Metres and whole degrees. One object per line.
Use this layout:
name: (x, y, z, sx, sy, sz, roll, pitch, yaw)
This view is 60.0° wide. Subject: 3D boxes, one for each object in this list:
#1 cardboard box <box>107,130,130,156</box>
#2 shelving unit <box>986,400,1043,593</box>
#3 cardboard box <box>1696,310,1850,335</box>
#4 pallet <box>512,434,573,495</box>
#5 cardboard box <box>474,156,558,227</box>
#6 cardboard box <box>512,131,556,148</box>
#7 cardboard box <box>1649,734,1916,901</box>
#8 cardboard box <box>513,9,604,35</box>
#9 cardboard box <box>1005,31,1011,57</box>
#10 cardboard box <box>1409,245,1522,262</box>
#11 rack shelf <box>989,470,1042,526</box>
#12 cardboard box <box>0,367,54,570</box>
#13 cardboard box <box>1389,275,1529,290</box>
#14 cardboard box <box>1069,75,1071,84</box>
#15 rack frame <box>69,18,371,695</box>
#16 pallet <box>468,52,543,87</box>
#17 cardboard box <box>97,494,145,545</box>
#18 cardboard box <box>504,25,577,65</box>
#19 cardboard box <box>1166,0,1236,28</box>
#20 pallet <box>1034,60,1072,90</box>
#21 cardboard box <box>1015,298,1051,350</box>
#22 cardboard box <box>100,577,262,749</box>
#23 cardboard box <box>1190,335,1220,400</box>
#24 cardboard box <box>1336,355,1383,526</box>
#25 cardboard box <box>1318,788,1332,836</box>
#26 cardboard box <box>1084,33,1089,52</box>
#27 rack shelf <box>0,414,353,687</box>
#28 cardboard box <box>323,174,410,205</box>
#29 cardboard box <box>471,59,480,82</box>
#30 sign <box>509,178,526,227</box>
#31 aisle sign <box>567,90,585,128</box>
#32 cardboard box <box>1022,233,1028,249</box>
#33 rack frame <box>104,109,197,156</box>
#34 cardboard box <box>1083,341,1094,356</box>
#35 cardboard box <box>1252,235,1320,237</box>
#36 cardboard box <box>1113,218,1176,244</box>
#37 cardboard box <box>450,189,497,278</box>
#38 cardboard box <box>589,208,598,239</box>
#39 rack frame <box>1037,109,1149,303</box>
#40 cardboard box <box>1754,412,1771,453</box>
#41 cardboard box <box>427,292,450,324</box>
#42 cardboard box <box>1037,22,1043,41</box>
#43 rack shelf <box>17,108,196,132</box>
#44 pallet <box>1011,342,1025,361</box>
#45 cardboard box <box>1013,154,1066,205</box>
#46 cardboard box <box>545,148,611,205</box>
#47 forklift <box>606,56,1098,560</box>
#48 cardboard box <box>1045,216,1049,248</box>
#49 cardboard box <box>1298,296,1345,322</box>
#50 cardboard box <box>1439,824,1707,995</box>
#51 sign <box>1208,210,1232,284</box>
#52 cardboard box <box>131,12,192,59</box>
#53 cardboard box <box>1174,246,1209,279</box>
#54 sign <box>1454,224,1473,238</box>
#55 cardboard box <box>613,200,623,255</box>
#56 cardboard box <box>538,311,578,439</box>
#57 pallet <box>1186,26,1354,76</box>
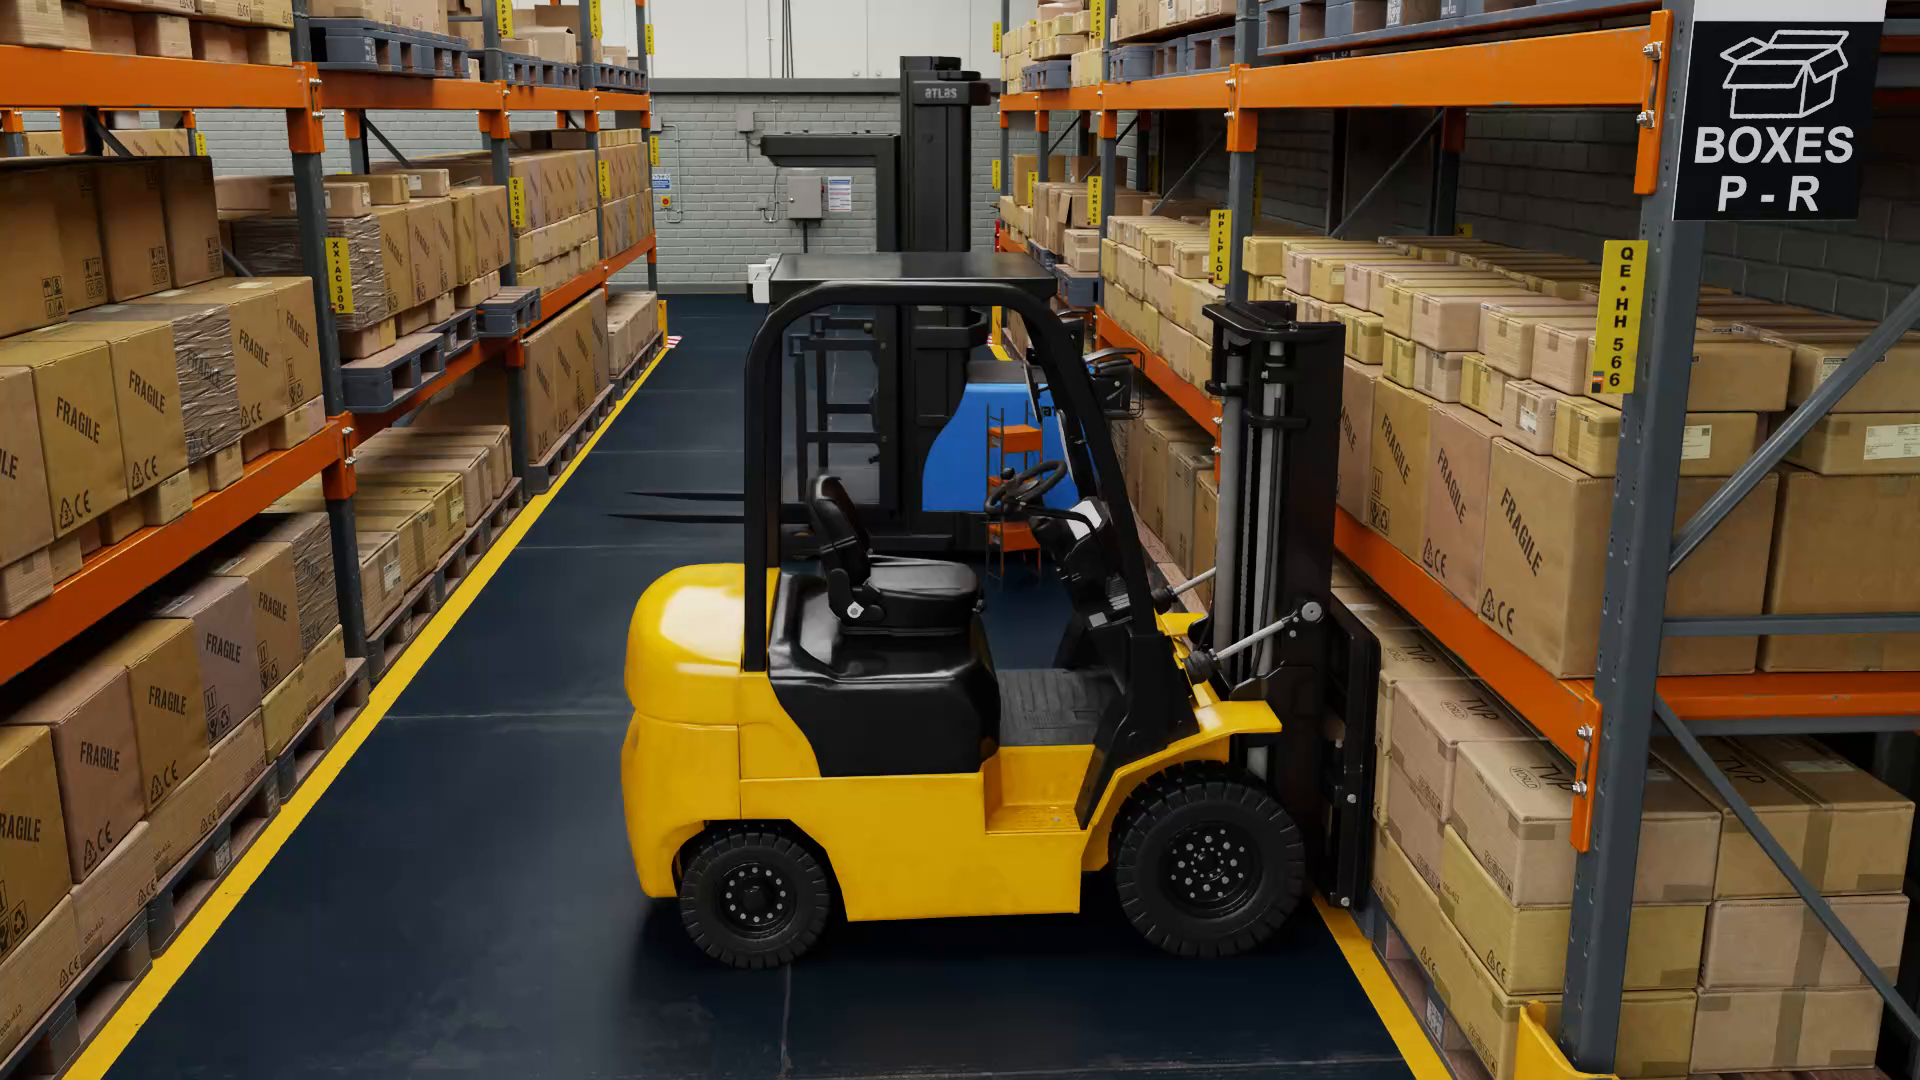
cardboard box: (-8.540, -3.784, 16.411, 0.500, 0.500, 0.500, -1, 14, -5)
shelving unit: (0.305, -0.247, 9.380, 0.252, 1.050, 0.215, -7, 16, -24)
cardboard box: (2.133, -0.529, 4.463, 0.380, 0.149, 0.250, -1, 14, -2)
pallet: (-3.469, -0.563, 12.292, 1.003, 0.211, 1.213, -1, 14, -3)
cardboard box: (-3.339, -2.628, 12.512, 0.500, 0.500, 0.500, 0, 14, -2)
cardboard box: (-3.994, -3.759, 15.608, 0.380, 0.149, 0.250, -1, 14, -3)
cardboard box: (2.113, 0.717, 4.388, 0.500, 0.250, 0.500, -1, 14, -4)
cardboard box: (-3.859, -4.801, 15.894, 0.797, 0.503, 0.637, 0, 14, 1)
cardboard box: (0.752, -5.309, 17.821, 0.500, 0.250, 0.500, -1, 14, -4)
cardboard box: (2.032, -1.102, 6.692, 0.380, 0.149, 0.250, -1, 14, -4)
rack shelf: (0.305, -0.237, 9.382, 0.240, 0.259, 0.215, -7, 16, -24)
cardboard box: (-2.788, -0.170, 4.370, 0.500, 0.500, 0.500, 0, 14, -2)
cardboard box: (1.621, -0.778, 5.432, 0.380, 0.149, 0.250, -1, 14, -3)
cardboard box: (0.893, -4.205, 15.333, 0.380, 0.149, 0.250, -1, 14, -4)
rack frame: (-3.248, -0.722, 7.311, 1.000, 3.000, 0.127, -1, 14, -3)
pallet: (-3.588, -3.237, 11.447, 1.213, 0.211, 1.003, 0, 14, -1)
cardboard box: (-2.862, -0.081, 5.326, 0.380, 0.149, 0.250, -1, 14, -5)
cardboard box: (-3.479, -4.108, 13.790, 0.500, 0.311, 0.500, -1, 14, -3)
cardboard box: (1.371, -2.828, 8.612, 0.500, 0.311, 0.500, -1, 14, -5)
pallet: (1.248, -3.729, 13.358, 1.213, 0.211, 1.003, -1, 14, -3)
cardboard box: (0.853, -2.277, 17.528, 0.500, 0.500, 0.500, -1, 14, -2)
cardboard box: (-2.877, 0.440, 5.968, 0.500, 0.500, 0.500, 0, 14, 0)
cardboard box: (1.414, -0.848, 8.103, 0.500, 0.250, 0.500, -1, 14, -2)
cardboard box: (1.564, -0.353, 5.676, 0.500, 0.500, 0.500, -1, 14, -3)
cardboard box: (1.512, 0.835, 5.938, 0.500, 0.250, 0.500, 0, 14, -2)
cardboard box: (1.143, -3.772, 12.648, 0.380, 0.149, 0.250, 0, 14, -2)
rack shelf: (-3.124, 0.124, 5.468, 1.077, 0.370, 4.000, -1, 14, -3)
cardboard box: (-3.094, -1.823, 8.648, 0.380, 0.149, 0.250, 0, 14, 0)
cardboard box: (-3.266, -2.972, 10.543, 0.380, 0.149, 0.250, -1, 14, -3)
sign: (-2.954, -2.250, 11.085, 0.100, 0.325, 0.005, -1, 14, -3)
aisle sign: (-4.285, -4.978, 18.639, 0.394, 0.787, 0.004, -1, 14, -3)
cardboard box: (0.828, -3.000, 16.670, 0.380, 0.149, 0.250, -1, 14, -4)
rack frame: (-8.925, -3.604, 18.516, 1.000, 3.000, 0.127, -1, 14, -3)
cardboard box: (1.168, -1.482, 13.138, 0.380, 0.149, 0.250, -1, 14, -4)
cardboard box: (1.851, -1.632, 9.348, 0.380, 0.149, 0.250, -1, 14, -3)
cardboard box: (1.202, -2.006, 10.802, 0.380, 0.149, 0.250, -1, 14, -2)
cardboard box: (-3.147, -1.875, 10.154, 0.500, 0.500, 0.500, -1, 14, -4)
cardboard box: (-3.473, -2.775, 14.589, 0.500, 0.250, 0.500, -1, 14, -3)
rack frame: (1.211, -2.789, 15.345, 1.000, 3.000, 0.127, -1, 14, -3)
cardboard box: (2.113, -0.316, 4.231, 0.380, 0.149, 0.250, -1, 14, -3)
cardboard box: (-3.020, -1.270, 9.105, 0.380, 0.149, 0.250, 0, 14, -1)
cardboard box: (0.852, -4.306, 14.085, 0.380, 0.149, 0.250, -1, 14, -4)
rack shelf: (-8.802, -4.211, 16.298, 1.077, 0.370, 4.000, -1, 14, -3)
pallet: (1.090, -1.913, 17.539, 1.003, 0.211, 1.213, -1, 14, -3)
cardboard box: (0.815, -3.728, 17.195, 0.500, 0.500, 0.500, -1, 14, -2)
cardboard box: (-3.531, -3.366, 15.382, 0.500, 0.500, 0.500, -1, 14, -3)
forklift: (-0.656, -1.427, 10.189, 3.031, 2.935, 1.130, 1, 14, 2)
cardboard box: (0.914, -2.576, 13.944, 0.396, 0.266, 0.258, 0, 14, -1)
cardboard box: (1.481, -0.822, 6.198, 0.380, 0.149, 0.250, -1, 14, -4)
cardboard box: (1.612, 0.966, 4.426, 0.500, 0.250, 0.500, -1, 14, -4)
sign: (1.165, -1.311, 7.436, 0.100, 0.325, 0.005, -1, 14, -3)
cardboard box: (-2.874, -1.723, 5.686, 0.380, 0.149, 0.250, 0, 14, -2)
cardboard box: (1.318, -1.432, 8.571, 0.380, 0.149, 0.250, -1, 14, -5)
sign: (2.260, -1.266, 7.530, 0.100, 0.325, 0.005, -1, 14, -3)
cardboard box: (-3.538, -3.006, 15.987, 0.500, 0.500, 0.500, -1, 14, -3)
cardboard box: (-3.506, -1.286, 12.925, 0.875, 0.875, 0.875, -1, 14, -3)
pallet: (1.639, -2.378, 8.114, 0.805, 0.209, 1.217, -1, 15, -6)
